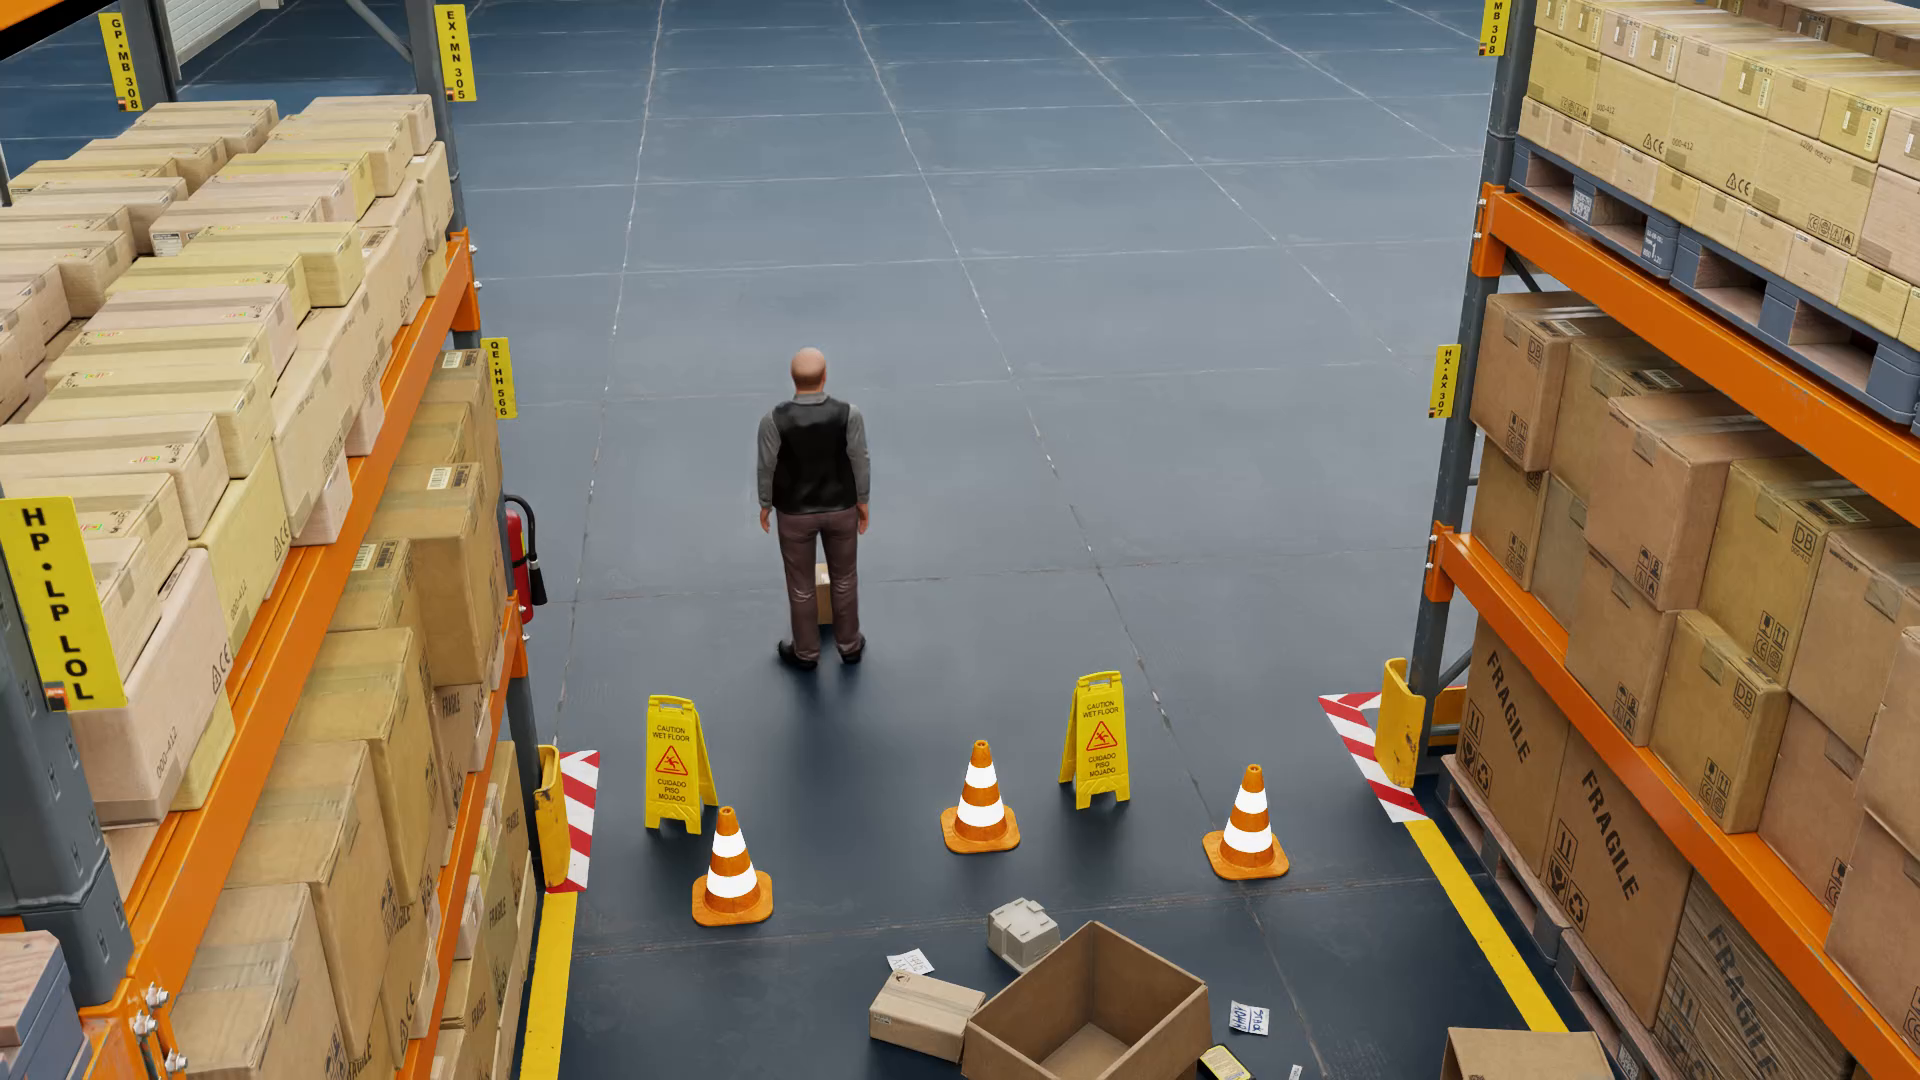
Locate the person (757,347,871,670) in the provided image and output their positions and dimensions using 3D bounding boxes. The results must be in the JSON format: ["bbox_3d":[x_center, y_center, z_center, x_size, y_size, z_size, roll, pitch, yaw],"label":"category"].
[{"bbox_3d":[-0.734,-0.153,8.404,0.558,1.726,0.357,-7,28,-13],"label":"person"}]
